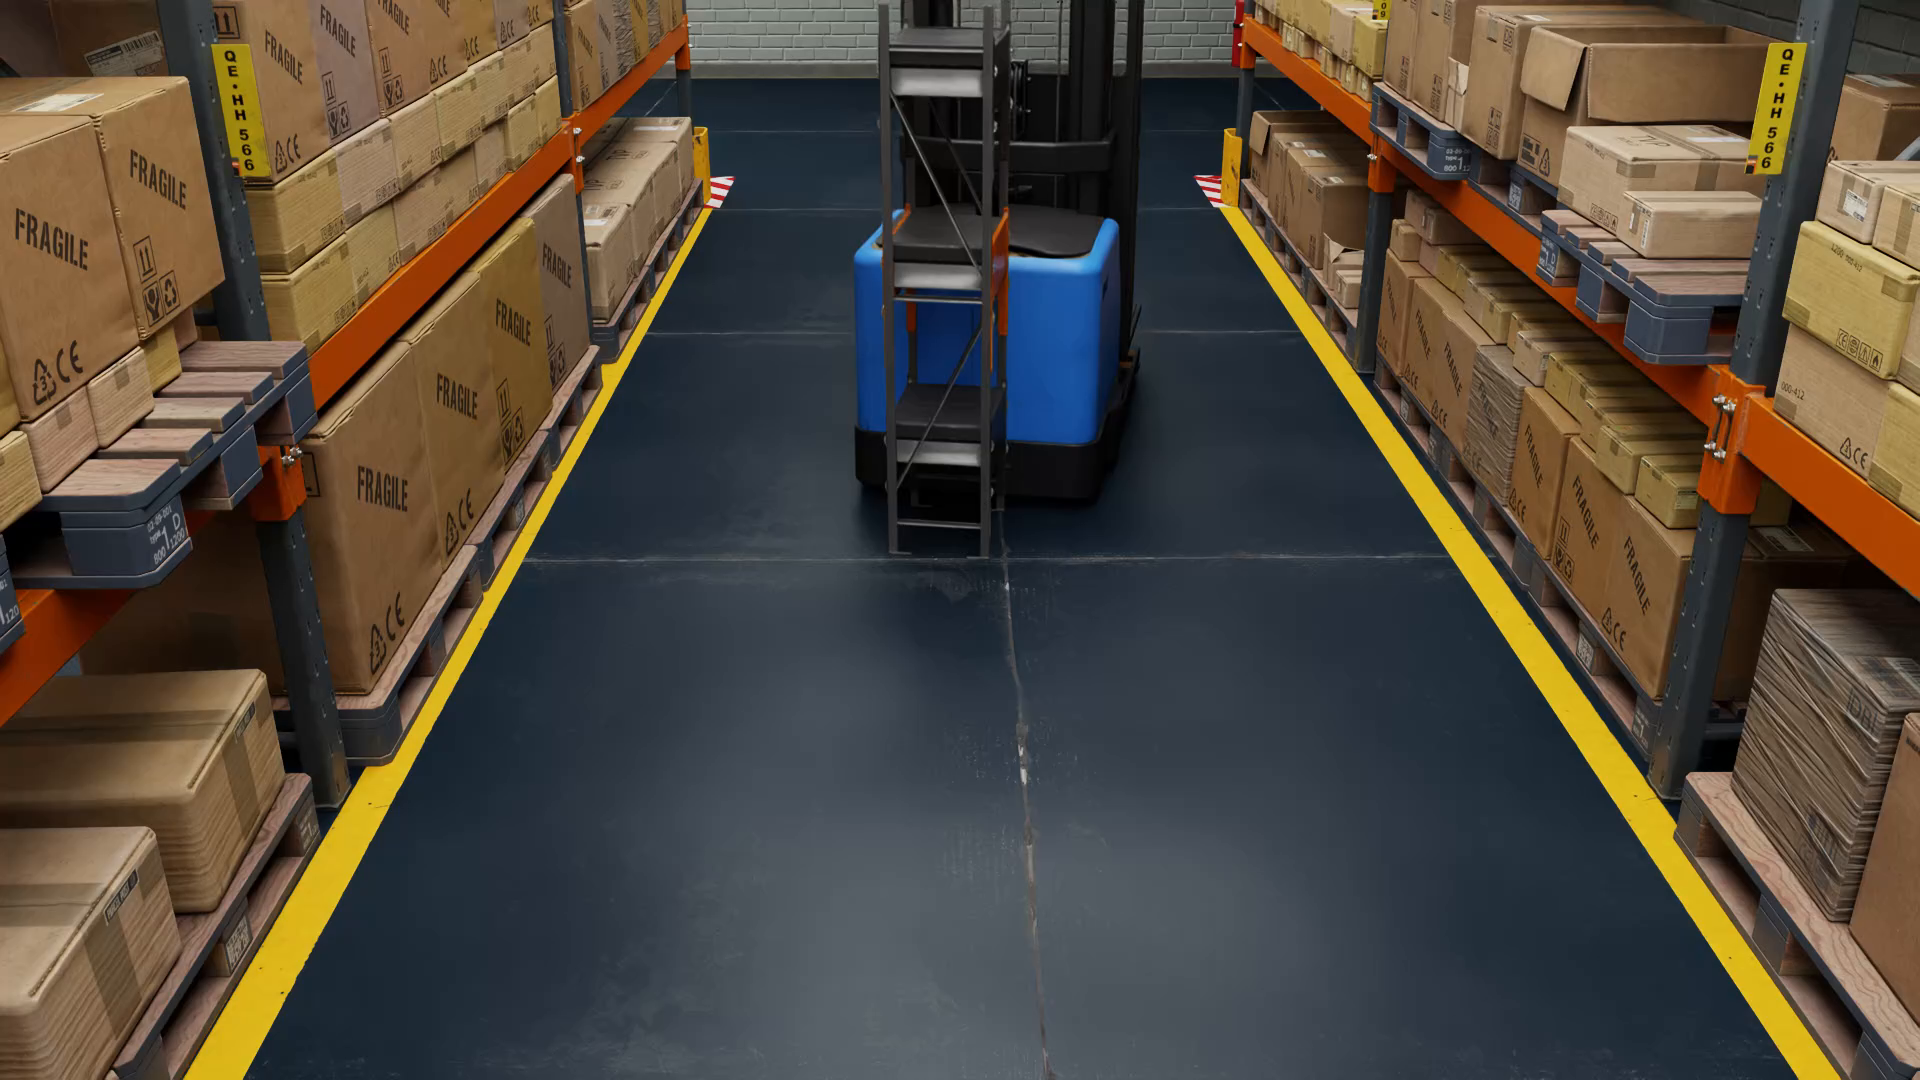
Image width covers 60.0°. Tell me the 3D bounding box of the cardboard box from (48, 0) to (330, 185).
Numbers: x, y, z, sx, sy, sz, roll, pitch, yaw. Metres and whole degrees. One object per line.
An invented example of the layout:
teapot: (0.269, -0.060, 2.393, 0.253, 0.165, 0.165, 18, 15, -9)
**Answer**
cardboard box: (-2.114, -1.286, 4.618, 0.500, 0.500, 0.500, -1, 24, -2)

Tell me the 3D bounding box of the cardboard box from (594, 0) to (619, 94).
cardboard box: (-2.142, -2.676, 8.906, 0.500, 0.500, 0.500, 0, 24, 0)

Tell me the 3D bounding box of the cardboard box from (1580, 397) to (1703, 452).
cardboard box: (2.358, -0.376, 5.677, 0.380, 0.149, 0.250, -1, 24, -2)

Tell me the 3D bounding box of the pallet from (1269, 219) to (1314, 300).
pallet: (2.543, -1.769, 10.405, 1.003, 0.211, 1.213, 0, 24, -1)

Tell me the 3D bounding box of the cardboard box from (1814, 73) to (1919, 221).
cardboard box: (2.760, -1.054, 4.809, 0.500, 0.500, 0.500, 1, 24, 2)

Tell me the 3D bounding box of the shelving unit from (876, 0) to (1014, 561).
shelving unit: (-0.047, -0.987, 6.384, 0.431, 2.100, 0.503, 4, 25, 8)

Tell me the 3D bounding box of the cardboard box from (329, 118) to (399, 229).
cardboard box: (-2.117, -1.163, 5.256, 0.500, 0.250, 0.500, 0, 24, 1)

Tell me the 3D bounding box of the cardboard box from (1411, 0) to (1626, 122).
cardboard box: (2.353, -2.076, 7.068, 0.700, 0.500, 0.500, 0, 24, 0)

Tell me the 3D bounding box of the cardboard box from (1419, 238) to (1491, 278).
cardboard box: (2.384, -1.338, 7.804, 0.380, 0.149, 0.250, -1, 24, -2)

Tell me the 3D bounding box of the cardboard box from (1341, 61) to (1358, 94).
cardboard box: (2.259, -2.482, 8.904, 0.380, 0.149, 0.250, 0, 24, 1)

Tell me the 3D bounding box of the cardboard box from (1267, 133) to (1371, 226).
cardboard box: (2.405, -2.348, 10.826, 0.700, 0.500, 0.500, 1, 24, 2)

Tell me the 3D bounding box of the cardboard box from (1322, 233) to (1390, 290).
cardboard box: (2.262, -1.573, 9.397, 0.396, 0.266, 0.258, 1, 24, 1)

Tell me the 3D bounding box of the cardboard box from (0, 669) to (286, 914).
cardboard box: (-2.357, 0.659, 4.333, 0.950, 0.372, 0.625, -2, 24, -4)

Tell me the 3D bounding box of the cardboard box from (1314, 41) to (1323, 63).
cardboard box: (2.311, -2.904, 9.836, 0.380, 0.149, 0.250, 0, 24, -1)

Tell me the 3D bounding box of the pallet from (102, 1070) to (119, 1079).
pallet: (-2.336, 1.514, 3.147, 1.003, 0.211, 1.213, 0, 24, -1)

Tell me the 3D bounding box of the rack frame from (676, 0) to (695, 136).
rack frame: (-2.441, -3.877, 11.682, 1.000, 3.000, 0.127, 0, 24, -1)

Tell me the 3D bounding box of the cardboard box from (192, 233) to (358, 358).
cardboard box: (-2.107, -0.715, 4.872, 0.500, 0.250, 0.500, -1, 24, -1)

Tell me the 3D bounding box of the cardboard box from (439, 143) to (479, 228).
cardboard box: (-2.139, -1.346, 6.268, 0.500, 0.250, 0.500, 0, 24, -1)

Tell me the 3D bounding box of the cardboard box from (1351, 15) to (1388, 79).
cardboard box: (2.317, -2.528, 8.521, 0.500, 0.250, 0.500, 0, 24, 1)

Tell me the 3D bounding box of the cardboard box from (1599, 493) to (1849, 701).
cardboard box: (2.390, 0.170, 5.258, 0.500, 0.500, 0.500, 0, 24, 1)

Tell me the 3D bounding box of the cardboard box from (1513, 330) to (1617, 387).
cardboard box: (2.365, -0.701, 6.397, 0.380, 0.149, 0.250, -1, 24, -3)

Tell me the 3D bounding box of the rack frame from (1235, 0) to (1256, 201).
rack frame: (2.523, -3.901, 11.735, 1.000, 3.000, 0.127, 0, 24, -1)

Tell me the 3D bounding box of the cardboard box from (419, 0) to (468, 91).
cardboard box: (-2.122, -1.911, 6.001, 0.500, 0.500, 0.500, 0, 24, 0)

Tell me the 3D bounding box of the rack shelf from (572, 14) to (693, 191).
rack shelf: (-2.419, -2.725, 10.008, 1.077, 0.370, 4.000, 0, 24, -1)

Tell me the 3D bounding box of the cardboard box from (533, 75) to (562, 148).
cardboard box: (-2.140, -1.977, 7.662, 0.500, 0.250, 0.500, -1, 24, -2)

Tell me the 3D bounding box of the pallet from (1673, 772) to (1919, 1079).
pallet: (2.580, 1.006, 4.270, 1.003, 0.211, 1.213, 0, 24, -1)

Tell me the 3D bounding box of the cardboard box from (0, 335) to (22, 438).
cardboard box: (-2.047, -0.346, 2.883, 0.500, 0.500, 0.500, -2, 24, -4)

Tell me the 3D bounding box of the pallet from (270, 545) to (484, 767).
pallet: (-2.287, 0.365, 5.687, 1.003, 0.211, 1.213, 0, 24, -1)

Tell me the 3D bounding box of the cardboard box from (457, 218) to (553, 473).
cardboard box: (-2.293, -0.825, 7.002, 0.875, 0.875, 0.875, 0, 24, 1)

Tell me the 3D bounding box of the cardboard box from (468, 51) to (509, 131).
cardboard box: (-2.125, -1.788, 6.639, 0.500, 0.250, 0.500, 0, 24, 1)

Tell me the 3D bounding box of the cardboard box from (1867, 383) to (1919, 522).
cardboard box: (2.371, -0.145, 3.612, 0.500, 0.250, 0.500, -1, 24, -2)

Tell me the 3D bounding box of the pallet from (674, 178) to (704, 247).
pallet: (-2.354, -2.277, 11.529, 1.003, 0.211, 1.213, 0, 24, -1)

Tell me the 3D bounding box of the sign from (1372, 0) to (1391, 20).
sign: (2.024, -2.641, 7.899, 0.100, 0.325, 0.005, 0, 24, -1)

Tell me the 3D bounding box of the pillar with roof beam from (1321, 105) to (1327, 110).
pillar with roof beam: (-0.910, -7.730, 12.921, 9.100, 9.000, 0.400, 0, 24, -1)

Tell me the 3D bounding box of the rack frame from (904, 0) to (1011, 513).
rack frame: (-0.011, -1.086, 6.604, 0.400, 2.100, 0.015, 4, 25, 8)

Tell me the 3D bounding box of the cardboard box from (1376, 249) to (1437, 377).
cardboard box: (2.346, -1.104, 8.076, 0.500, 0.500, 0.500, 1, 24, 2)

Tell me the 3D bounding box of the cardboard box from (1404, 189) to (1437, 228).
cardboard box: (2.365, -1.587, 7.995, 0.380, 0.149, 0.250, -1, 24, -1)

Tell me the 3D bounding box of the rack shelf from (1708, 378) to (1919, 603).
rack shelf: (2.632, 0.548, 2.772, 1.077, 0.370, 4.000, 0, 24, -1)

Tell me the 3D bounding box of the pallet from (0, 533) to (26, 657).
pallet: (-2.291, 0.323, 2.629, 1.003, 0.211, 1.213, 0, 24, -1)

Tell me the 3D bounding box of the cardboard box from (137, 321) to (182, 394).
cardboard box: (-2.039, -0.413, 3.818, 0.380, 0.149, 0.250, 0, 24, 0)

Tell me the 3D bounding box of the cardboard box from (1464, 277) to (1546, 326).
cardboard box: (2.381, -1.016, 7.093, 0.380, 0.149, 0.250, 0, 24, -1)

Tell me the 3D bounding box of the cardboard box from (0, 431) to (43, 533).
cardboard box: (-1.980, -0.092, 3.109, 0.380, 0.149, 0.250, 0, 24, 0)

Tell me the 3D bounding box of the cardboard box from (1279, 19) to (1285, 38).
cardboard box: (2.280, -3.332, 10.783, 0.380, 0.149, 0.250, 0, 24, 1)

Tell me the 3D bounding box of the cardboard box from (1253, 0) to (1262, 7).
cardboard box: (2.258, -3.780, 11.288, 0.500, 0.250, 0.500, 0, 24, 0)

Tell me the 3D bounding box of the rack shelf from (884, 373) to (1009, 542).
rack shelf: (-0.047, -0.337, 6.678, 0.431, 0.518, 0.480, 4, 25, 8)

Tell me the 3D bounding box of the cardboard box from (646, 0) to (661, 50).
cardboard box: (-2.165, -3.306, 10.298, 0.500, 0.500, 0.500, 0, 24, 1)

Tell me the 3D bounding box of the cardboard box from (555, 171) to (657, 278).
cardboard box: (-2.307, -1.881, 9.868, 0.875, 0.438, 0.875, -1, 24, -2)

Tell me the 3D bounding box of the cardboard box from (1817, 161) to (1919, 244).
cardboard box: (2.319, -0.813, 3.998, 0.380, 0.149, 0.250, 0, 24, 1)

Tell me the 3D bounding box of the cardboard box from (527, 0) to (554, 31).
cardboard box: (-2.141, -2.547, 7.406, 0.500, 0.500, 0.500, 1, 24, 1)

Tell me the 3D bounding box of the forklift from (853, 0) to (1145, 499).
forklift: (0.320, -2.087, 7.807, 1.130, 2.935, 3.031, 4, 25, 9)

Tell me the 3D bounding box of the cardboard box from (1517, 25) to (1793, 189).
cardboard box: (2.407, -1.514, 5.823, 0.797, 0.503, 0.637, -1, 24, -2)

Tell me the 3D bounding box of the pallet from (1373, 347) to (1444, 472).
pallet: (2.613, -0.647, 7.924, 1.003, 0.211, 1.213, 0, 24, -1)

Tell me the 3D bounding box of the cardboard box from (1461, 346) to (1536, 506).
cardboard box: (2.363, -0.466, 6.663, 0.500, 0.500, 0.500, -1, 24, -2)

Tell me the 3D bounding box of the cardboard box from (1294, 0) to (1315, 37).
cardboard box: (2.299, -3.152, 9.901, 0.500, 0.250, 0.500, -1, 24, -2)
